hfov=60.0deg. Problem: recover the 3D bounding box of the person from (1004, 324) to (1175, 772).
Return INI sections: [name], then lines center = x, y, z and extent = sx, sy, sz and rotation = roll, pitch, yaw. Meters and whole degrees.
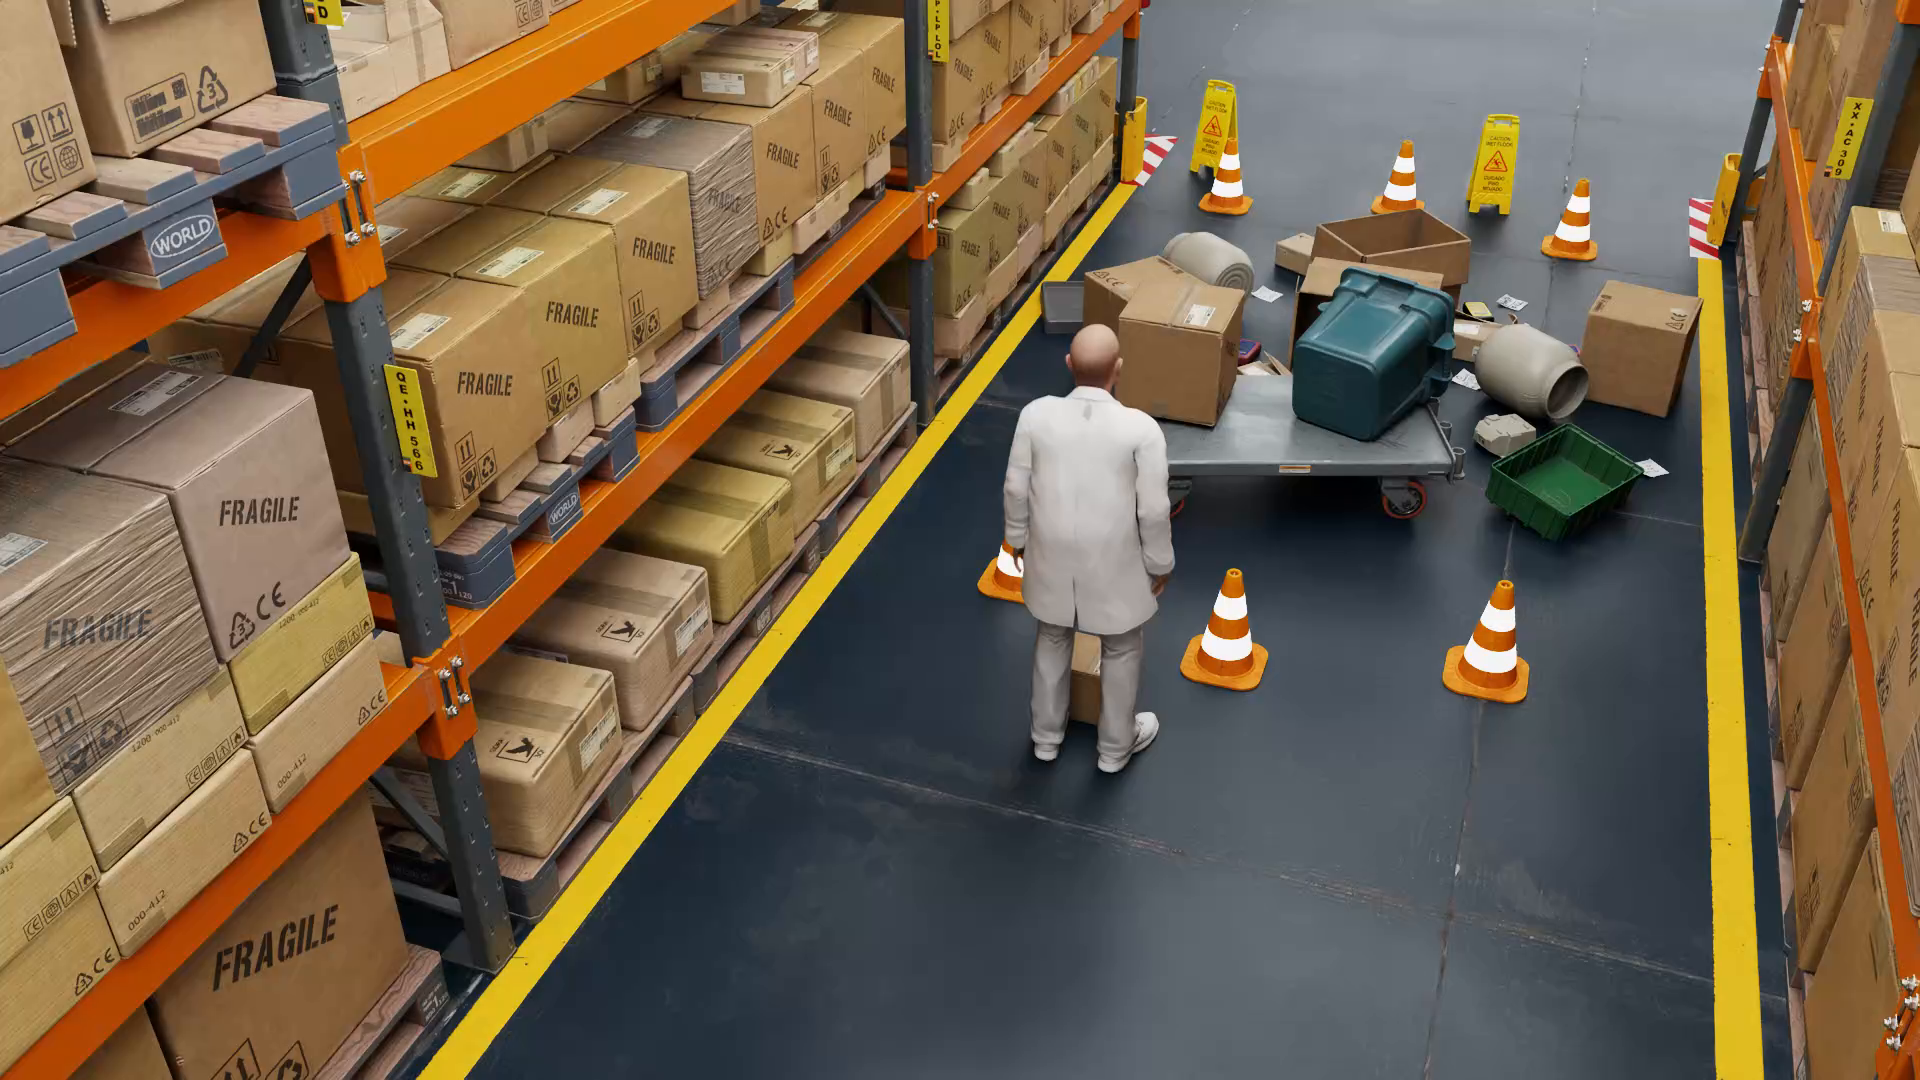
[person]
center = 0.469, 0.053, 6.072
extent = 0.640, 1.773, 0.426
rotation = 11, 34, 16
